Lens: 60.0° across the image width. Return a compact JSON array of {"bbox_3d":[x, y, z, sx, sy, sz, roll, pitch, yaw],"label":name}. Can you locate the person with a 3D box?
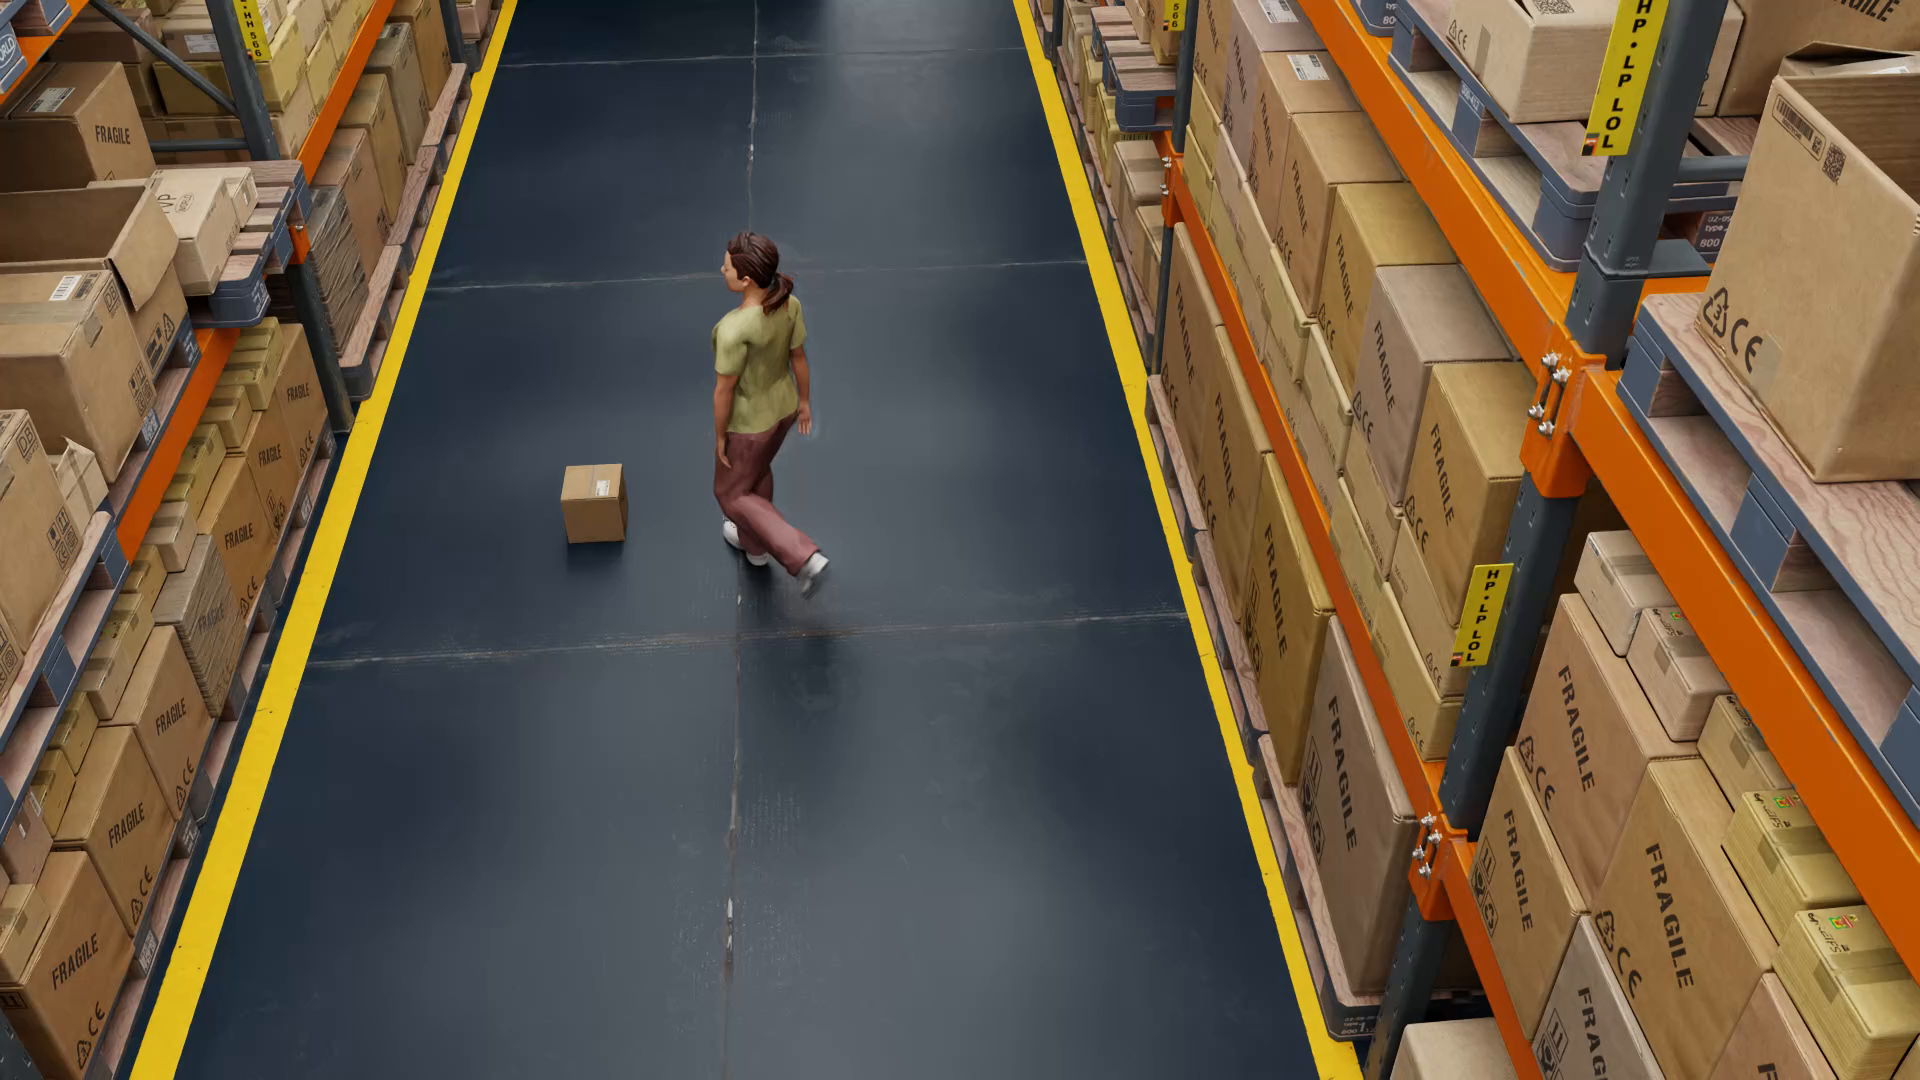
[{"bbox_3d":[-0.795,-0.485,6.743,0.779,1.642,0.471,28,47,30],"label":"person"}]
